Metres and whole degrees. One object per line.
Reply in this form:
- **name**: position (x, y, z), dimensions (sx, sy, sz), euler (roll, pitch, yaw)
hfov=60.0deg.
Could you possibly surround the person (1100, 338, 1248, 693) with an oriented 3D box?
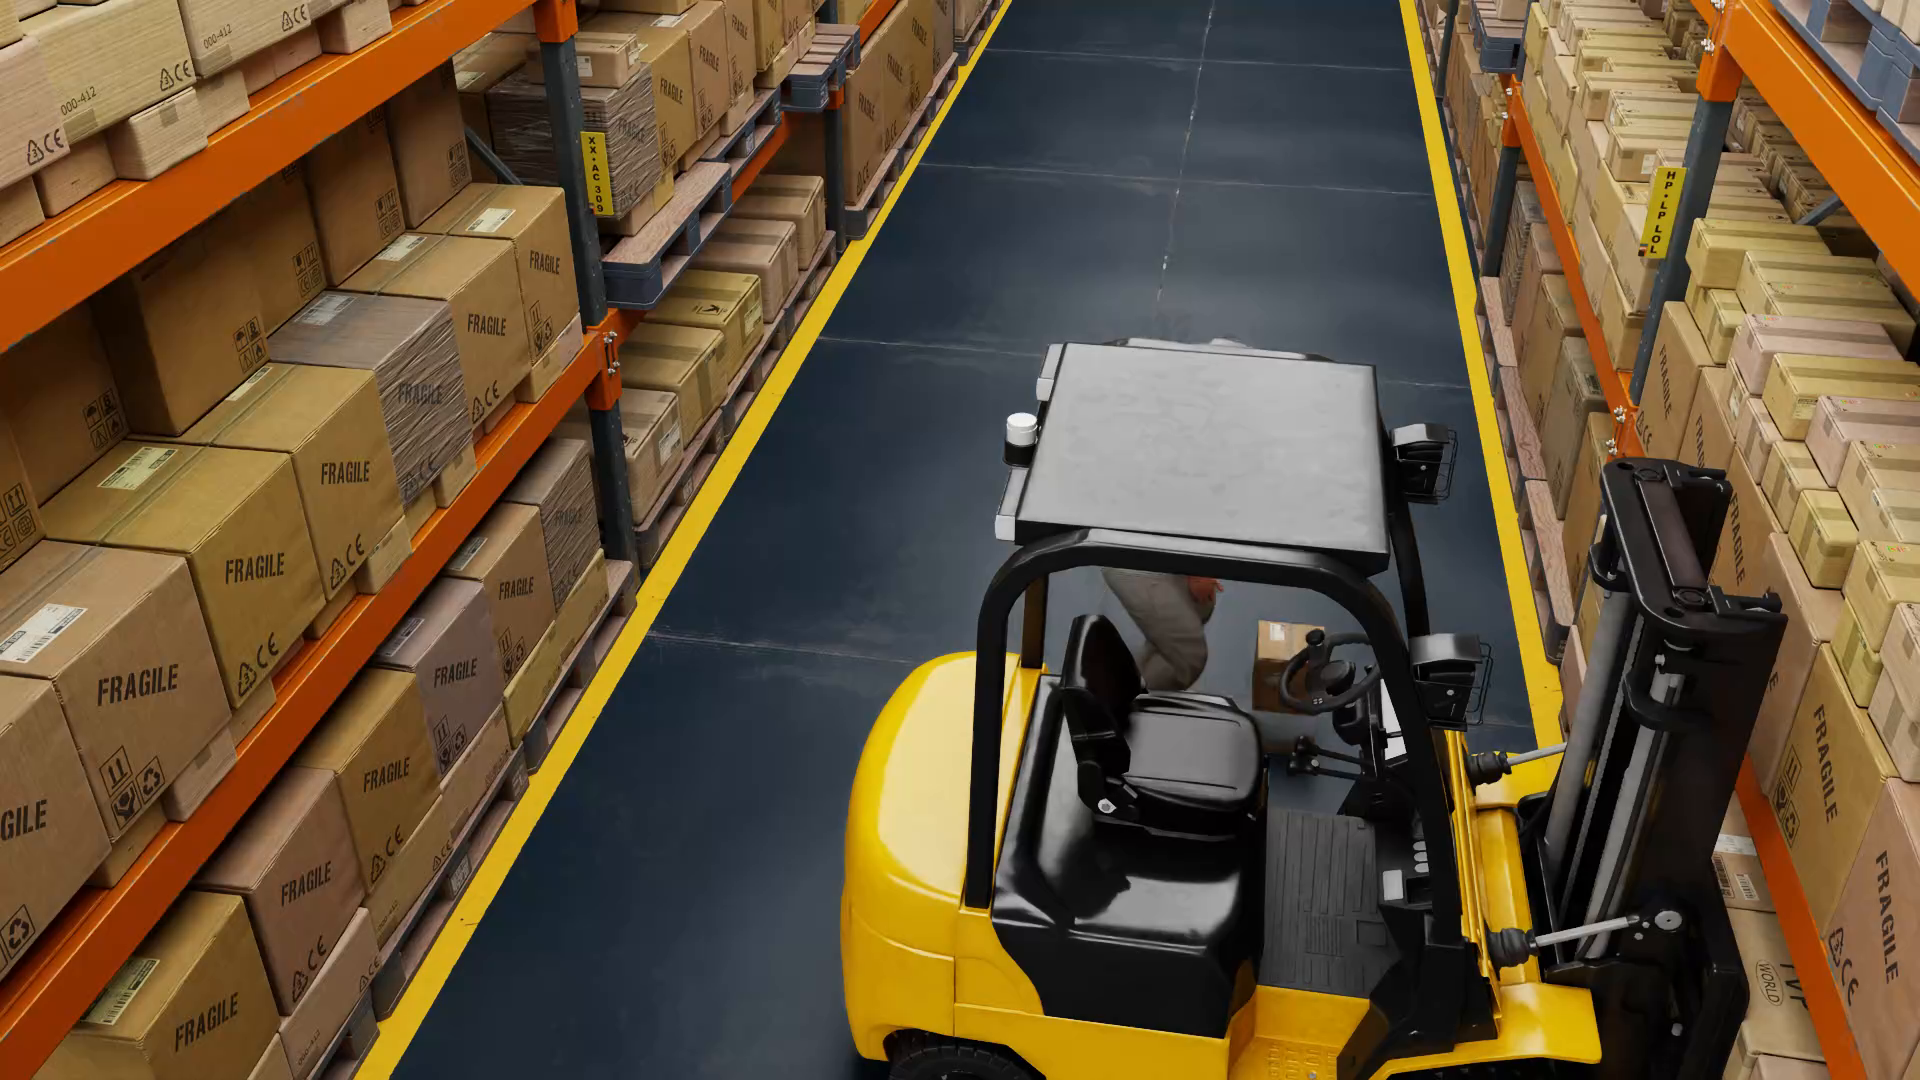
- **person**: position (0.799, 0.021, 6.206), dimensions (0.585, 1.650, 0.571), euler (6, 33, 9)
